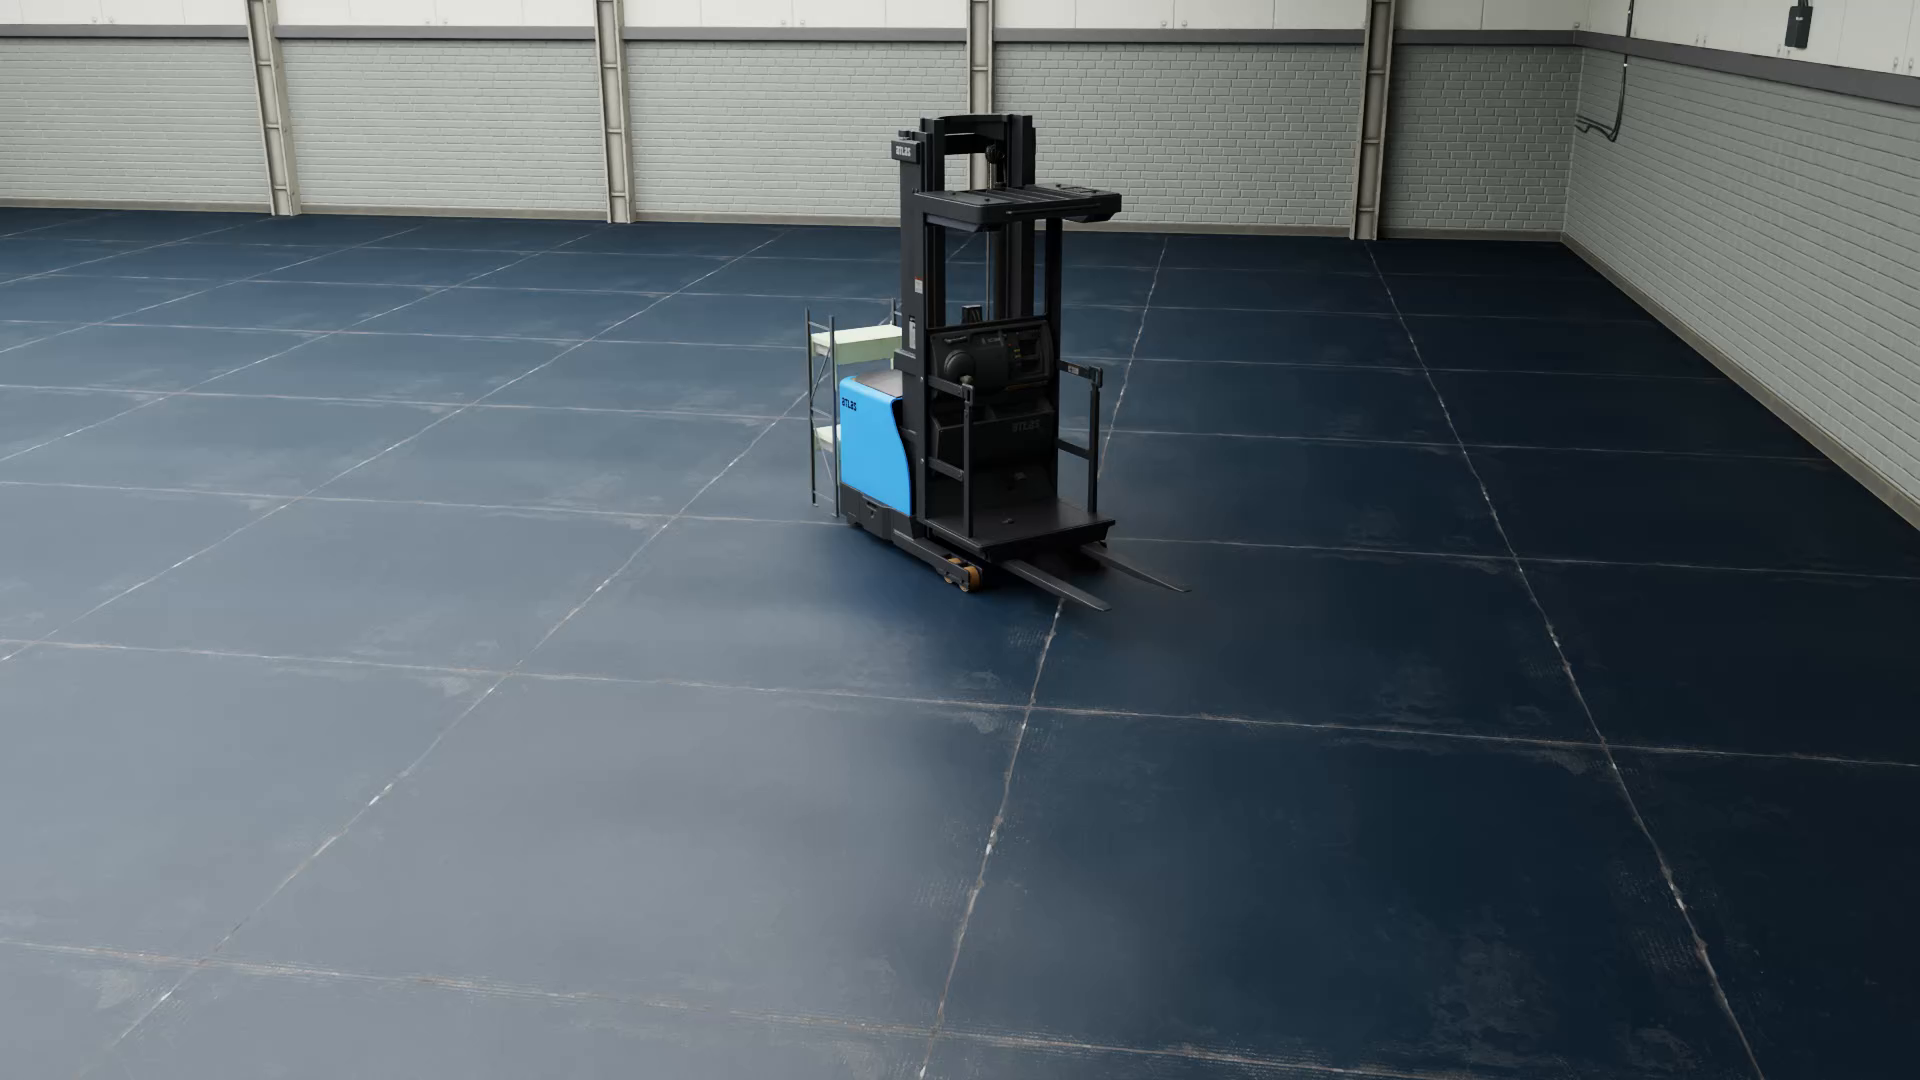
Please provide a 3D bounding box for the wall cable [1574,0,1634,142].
[{"bbox_3d":[8.945,-6.907,23.158,0.112,2.526,3.097,3,19,9],"label":"wall cable"}]

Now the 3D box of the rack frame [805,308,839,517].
[{"bbox_3d":[-1.014,-0.933,12.227,0.023,1.500,0.400,-12,22,-31],"label":"rack frame"}]

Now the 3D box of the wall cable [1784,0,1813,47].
[{"bbox_3d":[7.423,-7.019,13.239,0.169,6.003,2.305,3,19,9],"label":"wall cable"}]

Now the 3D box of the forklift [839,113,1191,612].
[{"bbox_3d":[0.331,-1.223,10.838,1.130,2.935,3.031,-11,22,-30],"label":"forklift"}]

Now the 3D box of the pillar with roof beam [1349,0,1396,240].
[{"bbox_3d":[5.563,-7.594,20.316,0.400,9.000,9.100,3,19,9],"label":"pillar with roof beam"}]

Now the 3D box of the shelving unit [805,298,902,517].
[{"bbox_3d":[-0.706,-0.996,12.416,0.755,1.500,0.431,-12,22,-31],"label":"shelving unit"}]

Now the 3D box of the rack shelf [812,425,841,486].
[{"bbox_3d":[-0.706,-0.687,12.519,0.720,0.370,0.431,-12,22,-31],"label":"rack shelf"}]

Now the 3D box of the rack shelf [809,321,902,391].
[{"bbox_3d":[-0.706,-1.366,12.292,0.720,0.370,0.431,-12,22,-31],"label":"rack shelf"}]

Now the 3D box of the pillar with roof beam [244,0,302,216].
[{"bbox_3d":[-12.209,-8.499,23.023,0.400,9.000,9.100,3,19,9],"label":"pillar with roof beam"}]

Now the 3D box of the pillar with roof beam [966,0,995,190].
[{"bbox_3d":[-0.361,-7.896,21.218,0.400,9.000,9.100,3,19,9],"label":"pillar with roof beam"}]

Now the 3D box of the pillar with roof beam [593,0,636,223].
[{"bbox_3d":[-6.285,-8.198,22.121,0.400,9.000,9.100,3,19,9],"label":"pillar with roof beam"}]

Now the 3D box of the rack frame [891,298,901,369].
[{"bbox_3d":[-0.399,-1.059,12.605,0.023,1.500,0.400,-12,22,-31],"label":"rack frame"}]
